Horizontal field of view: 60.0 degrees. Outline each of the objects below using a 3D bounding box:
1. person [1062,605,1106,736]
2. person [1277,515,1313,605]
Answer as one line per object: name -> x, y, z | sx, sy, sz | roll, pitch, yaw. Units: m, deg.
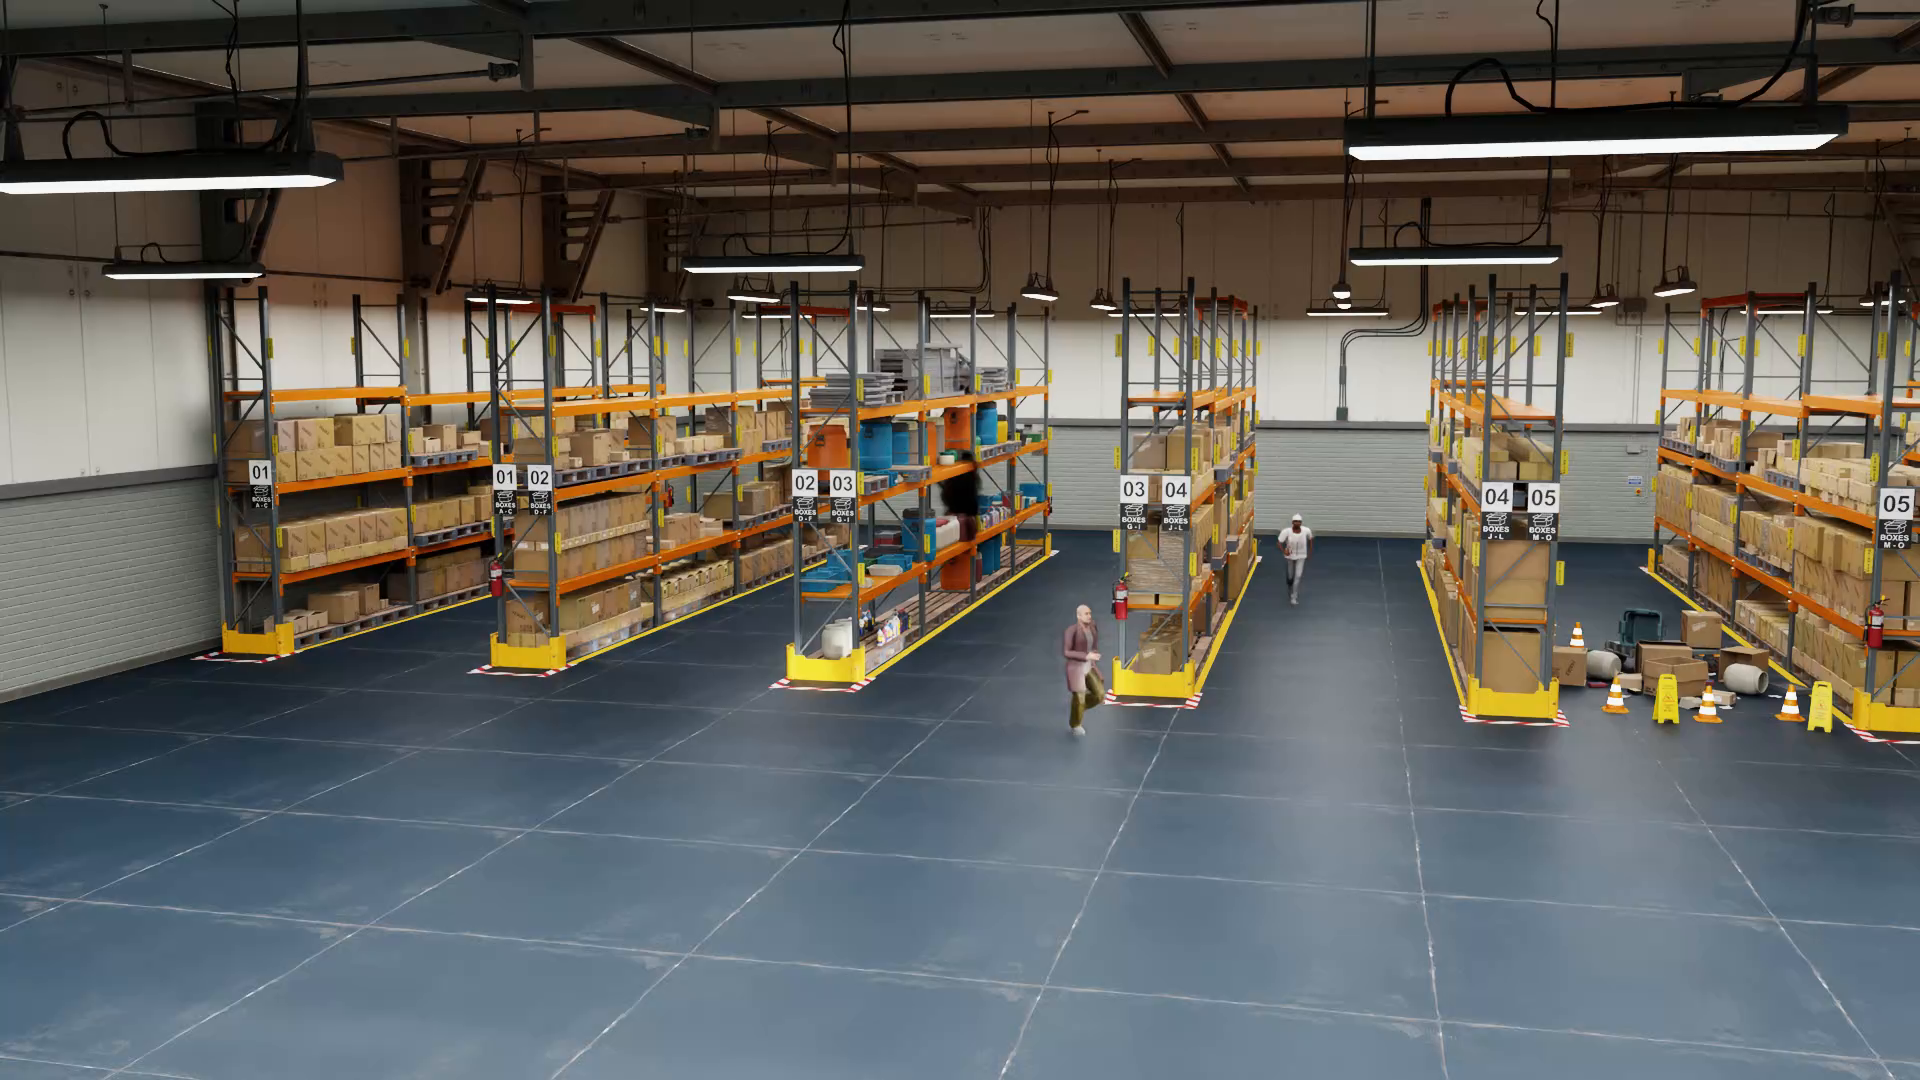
person -> 1.610, 1.688, 21.402 | 0.737, 1.728, 0.723 | -5, 8, -37
person -> 6.641, 0.357, 32.965 | 0.726, 1.755, 0.959 | 1, 7, 5
